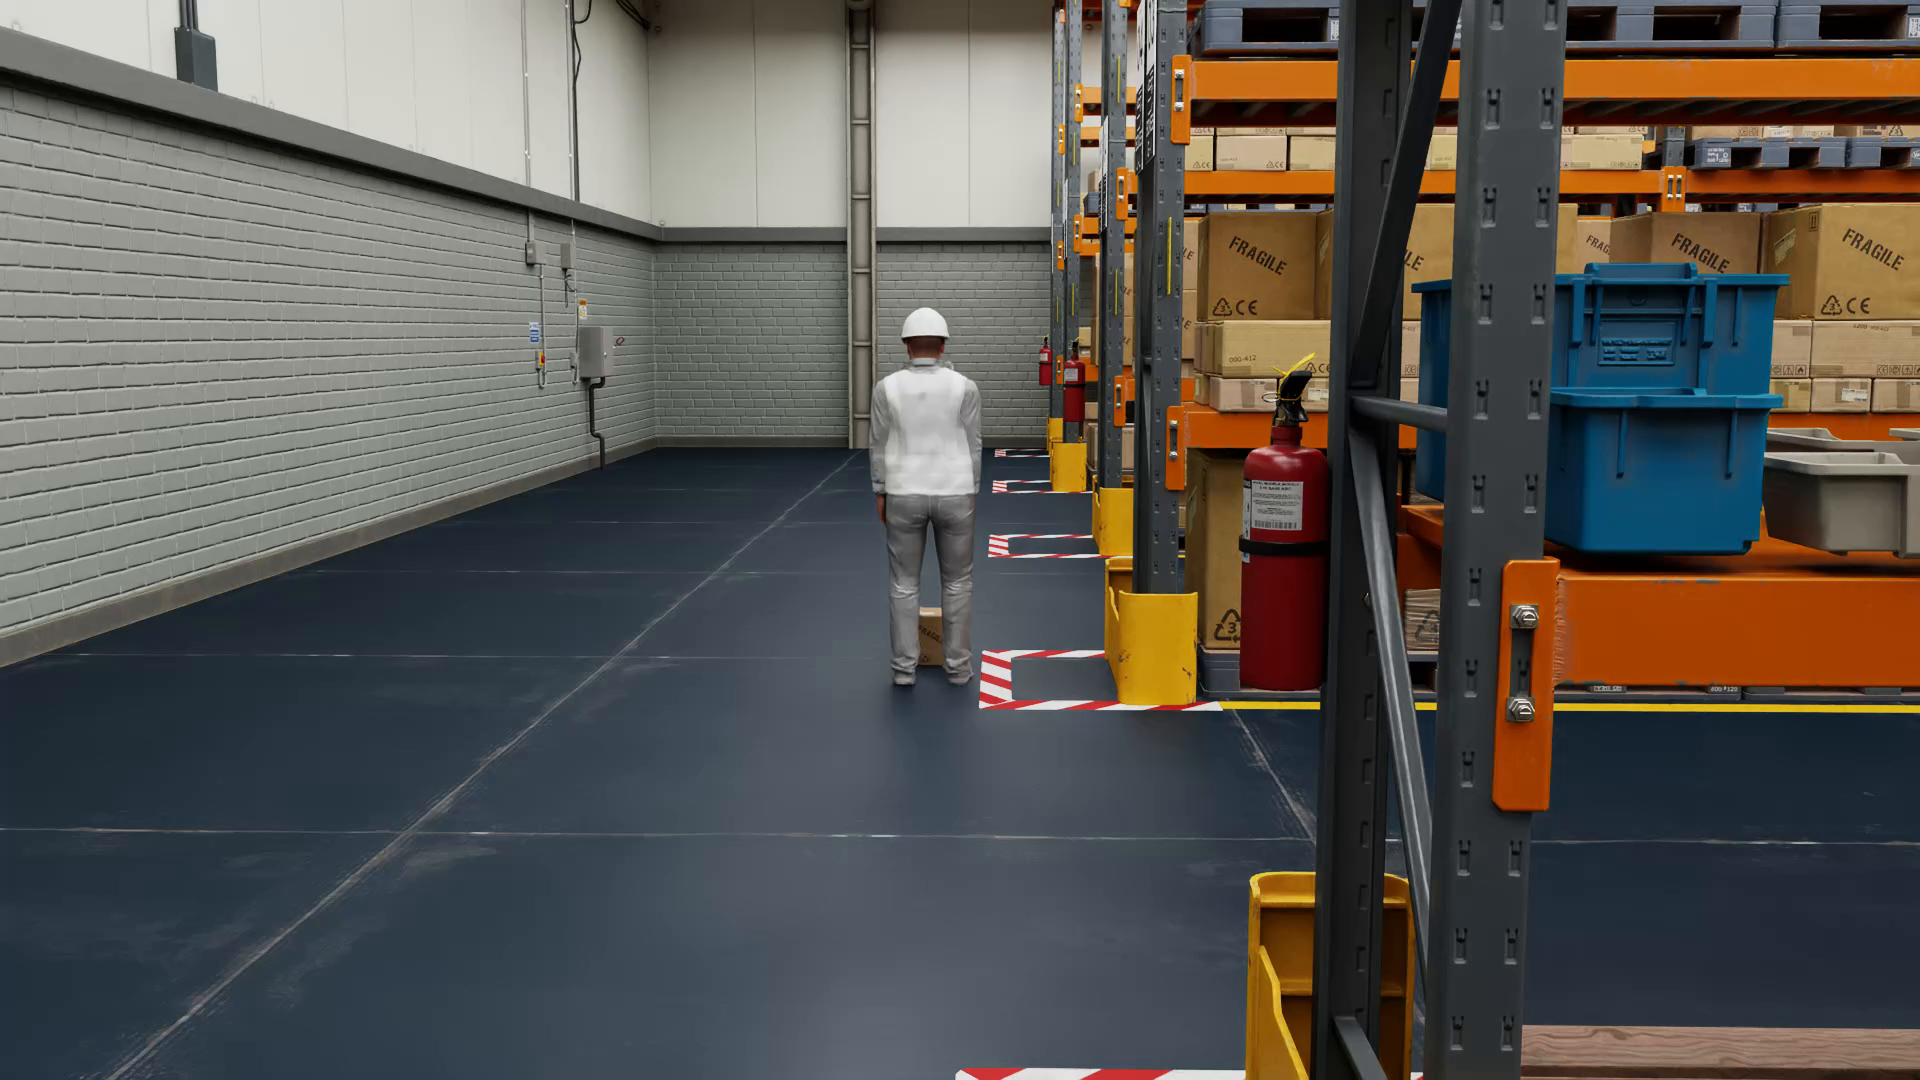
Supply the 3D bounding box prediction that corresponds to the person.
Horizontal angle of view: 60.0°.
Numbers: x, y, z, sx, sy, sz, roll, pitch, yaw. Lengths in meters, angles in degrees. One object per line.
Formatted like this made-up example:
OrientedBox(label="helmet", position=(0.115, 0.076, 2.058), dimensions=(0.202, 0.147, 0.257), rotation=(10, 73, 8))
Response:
OrientedBox(label="person", position=(-0.162, -0.200, 7.826), dimensions=(0.534, 1.768, 0.356), rotation=(0, 7, 2))
